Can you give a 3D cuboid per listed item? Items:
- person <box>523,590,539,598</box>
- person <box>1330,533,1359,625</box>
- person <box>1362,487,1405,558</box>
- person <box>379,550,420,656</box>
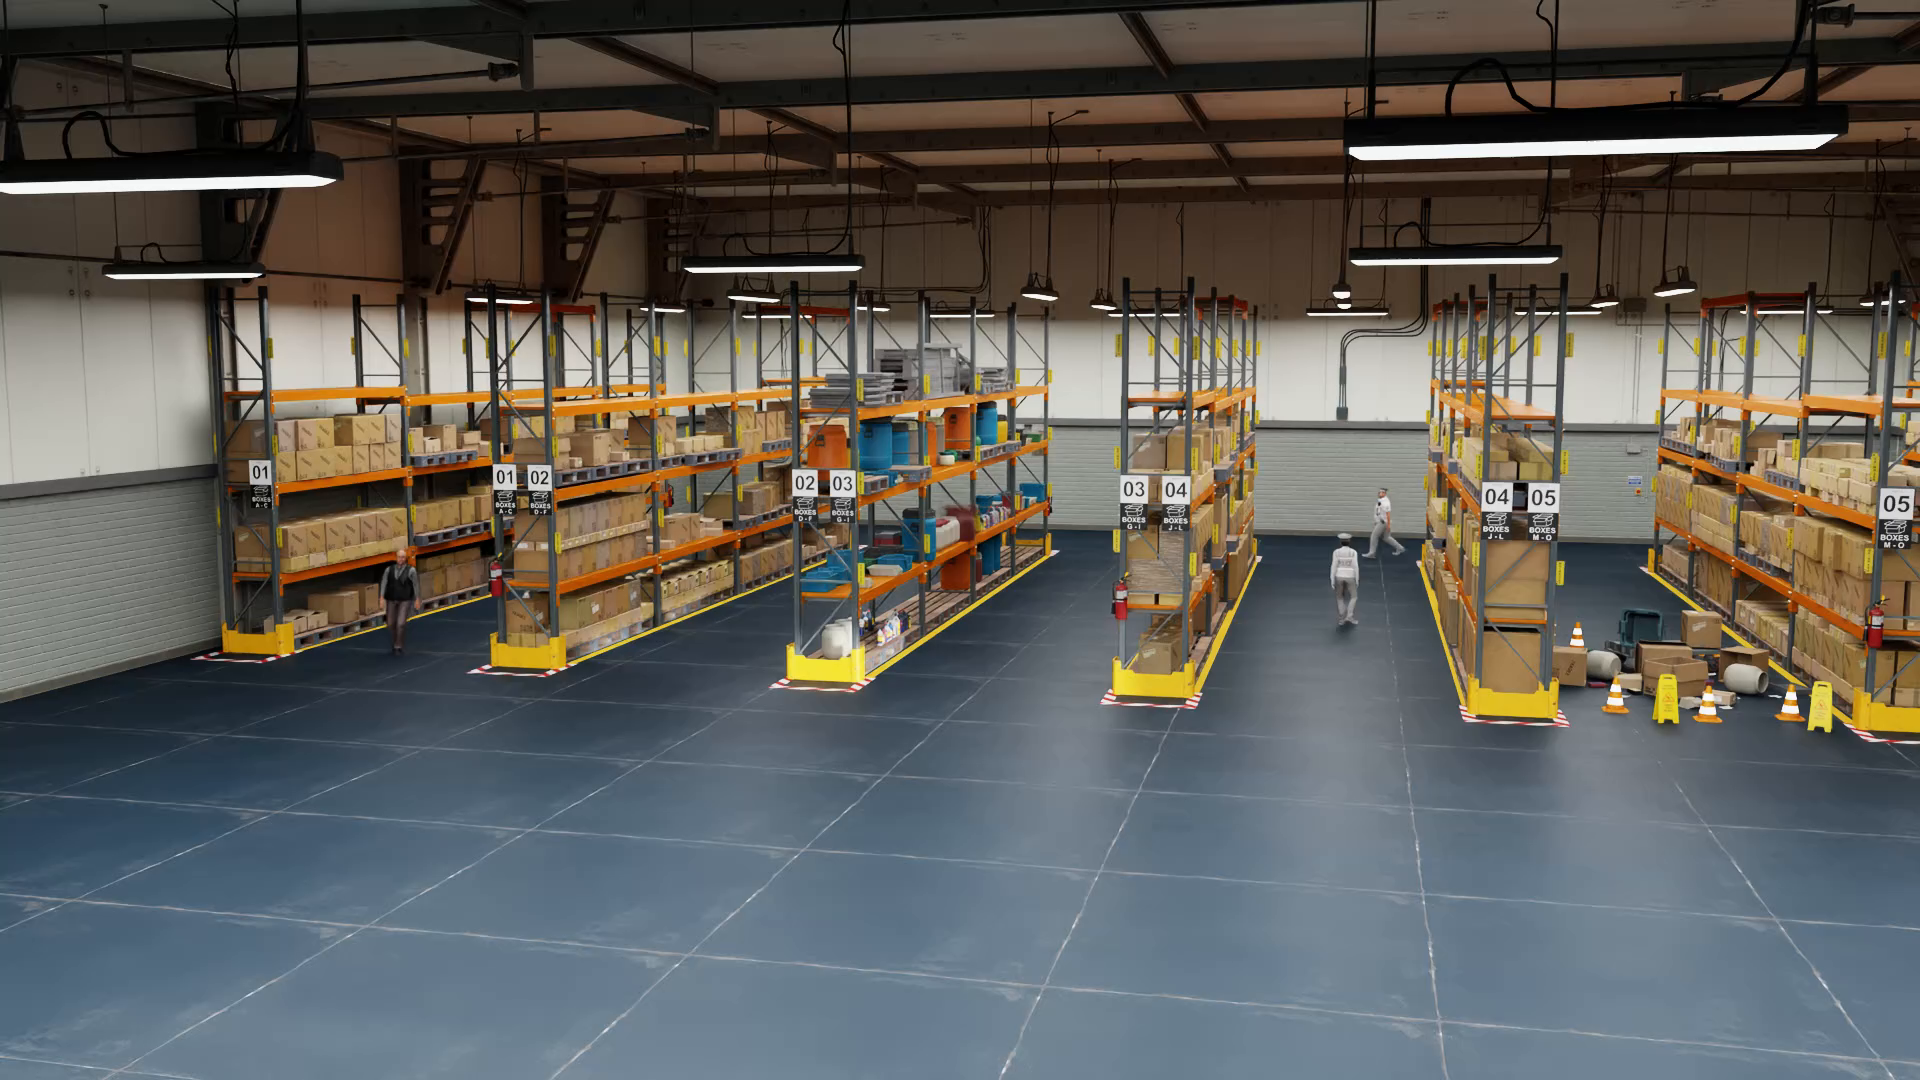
[{"bbox_3d":[-8.315,0.476,32.677,0.479,1.576,0.609,2,7,14],"label":"person"},{"bbox_3d":[6.968,0.723,30.113,0.513,1.674,0.516,2,7,15],"label":"person"},{"bbox_3d":[10.132,-0.423,39.701,1.019,1.723,0.515,2,7,14],"label":"person"},{"bbox_3d":[-9.238,1.040,27.442,0.607,1.749,0.650,0,7,-3],"label":"person"}]
